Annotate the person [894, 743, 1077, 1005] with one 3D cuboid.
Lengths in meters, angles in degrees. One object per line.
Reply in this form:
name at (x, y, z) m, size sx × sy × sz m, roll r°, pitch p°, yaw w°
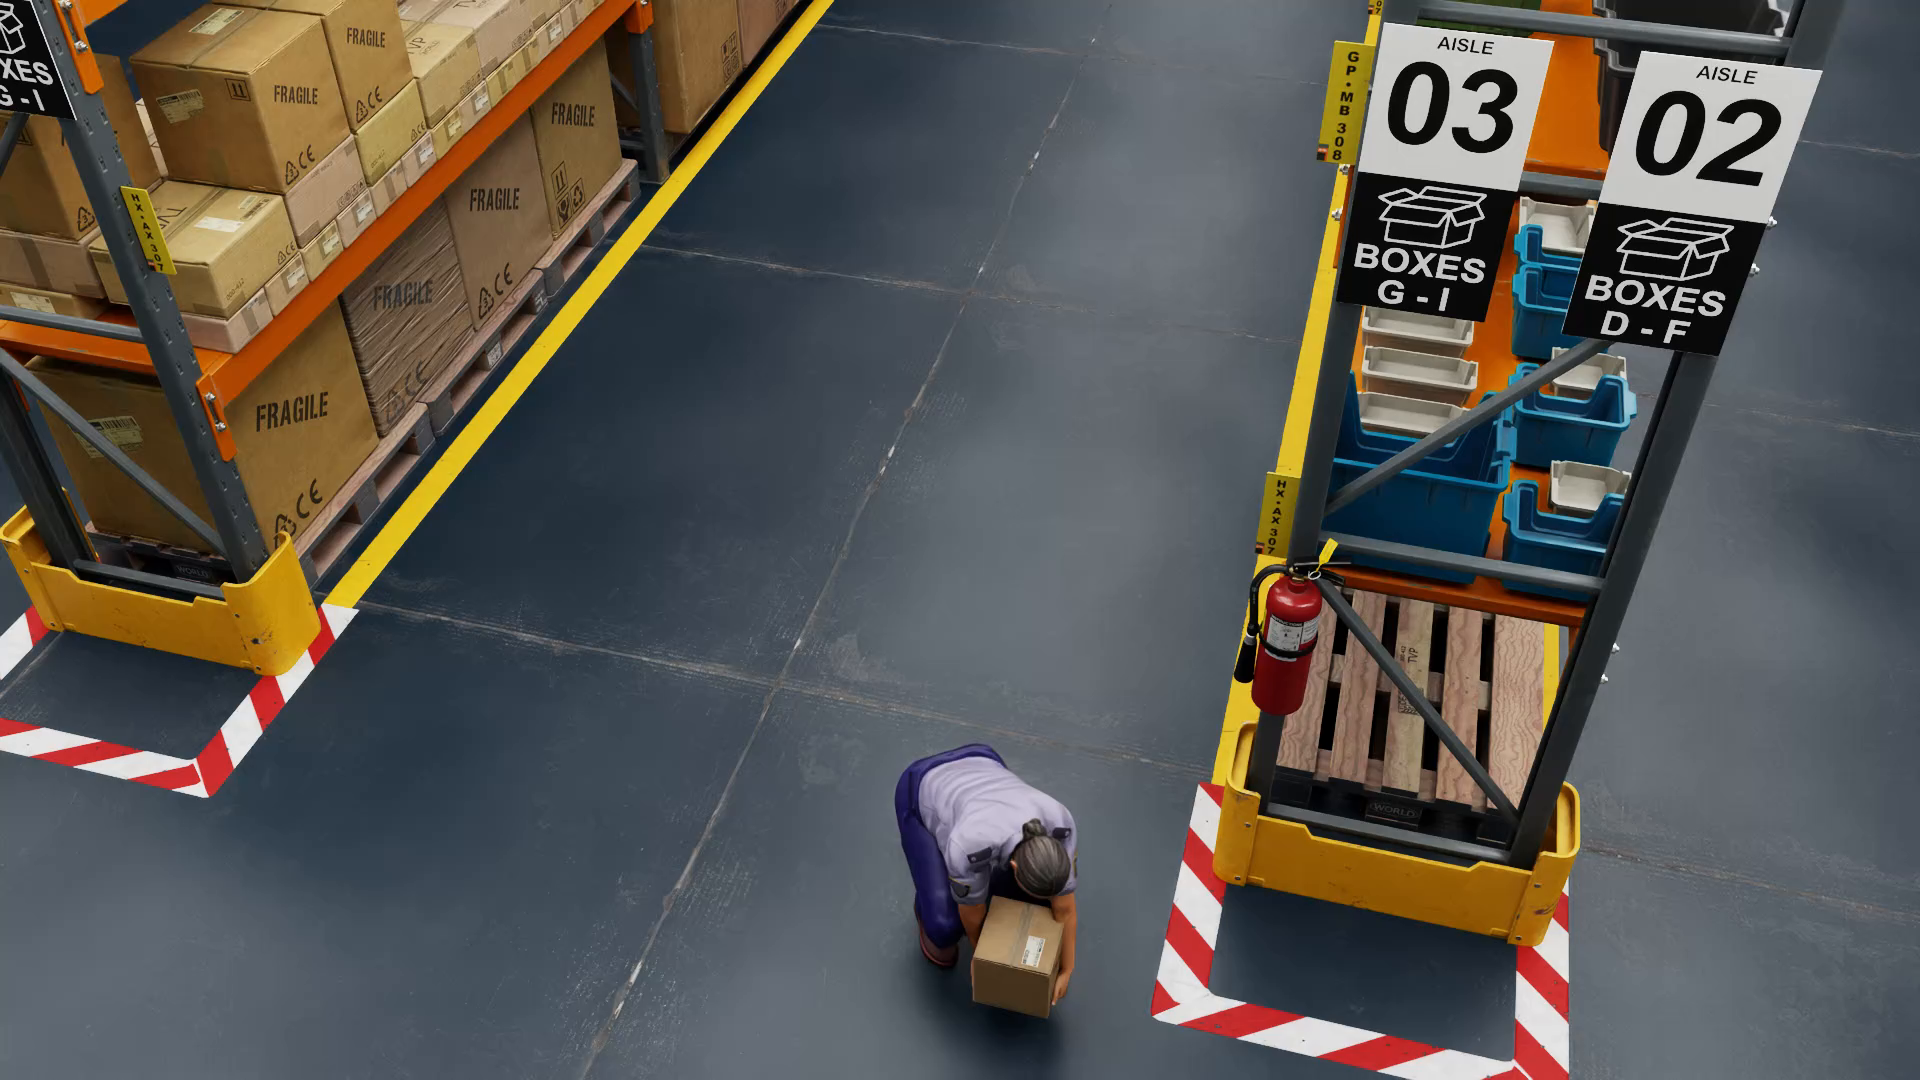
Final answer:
person at (0.098, 1.078, 5.483) m, size 0.514 × 0.944 × 0.847 m, roll -14°, pitch 43°, yaw -16°
